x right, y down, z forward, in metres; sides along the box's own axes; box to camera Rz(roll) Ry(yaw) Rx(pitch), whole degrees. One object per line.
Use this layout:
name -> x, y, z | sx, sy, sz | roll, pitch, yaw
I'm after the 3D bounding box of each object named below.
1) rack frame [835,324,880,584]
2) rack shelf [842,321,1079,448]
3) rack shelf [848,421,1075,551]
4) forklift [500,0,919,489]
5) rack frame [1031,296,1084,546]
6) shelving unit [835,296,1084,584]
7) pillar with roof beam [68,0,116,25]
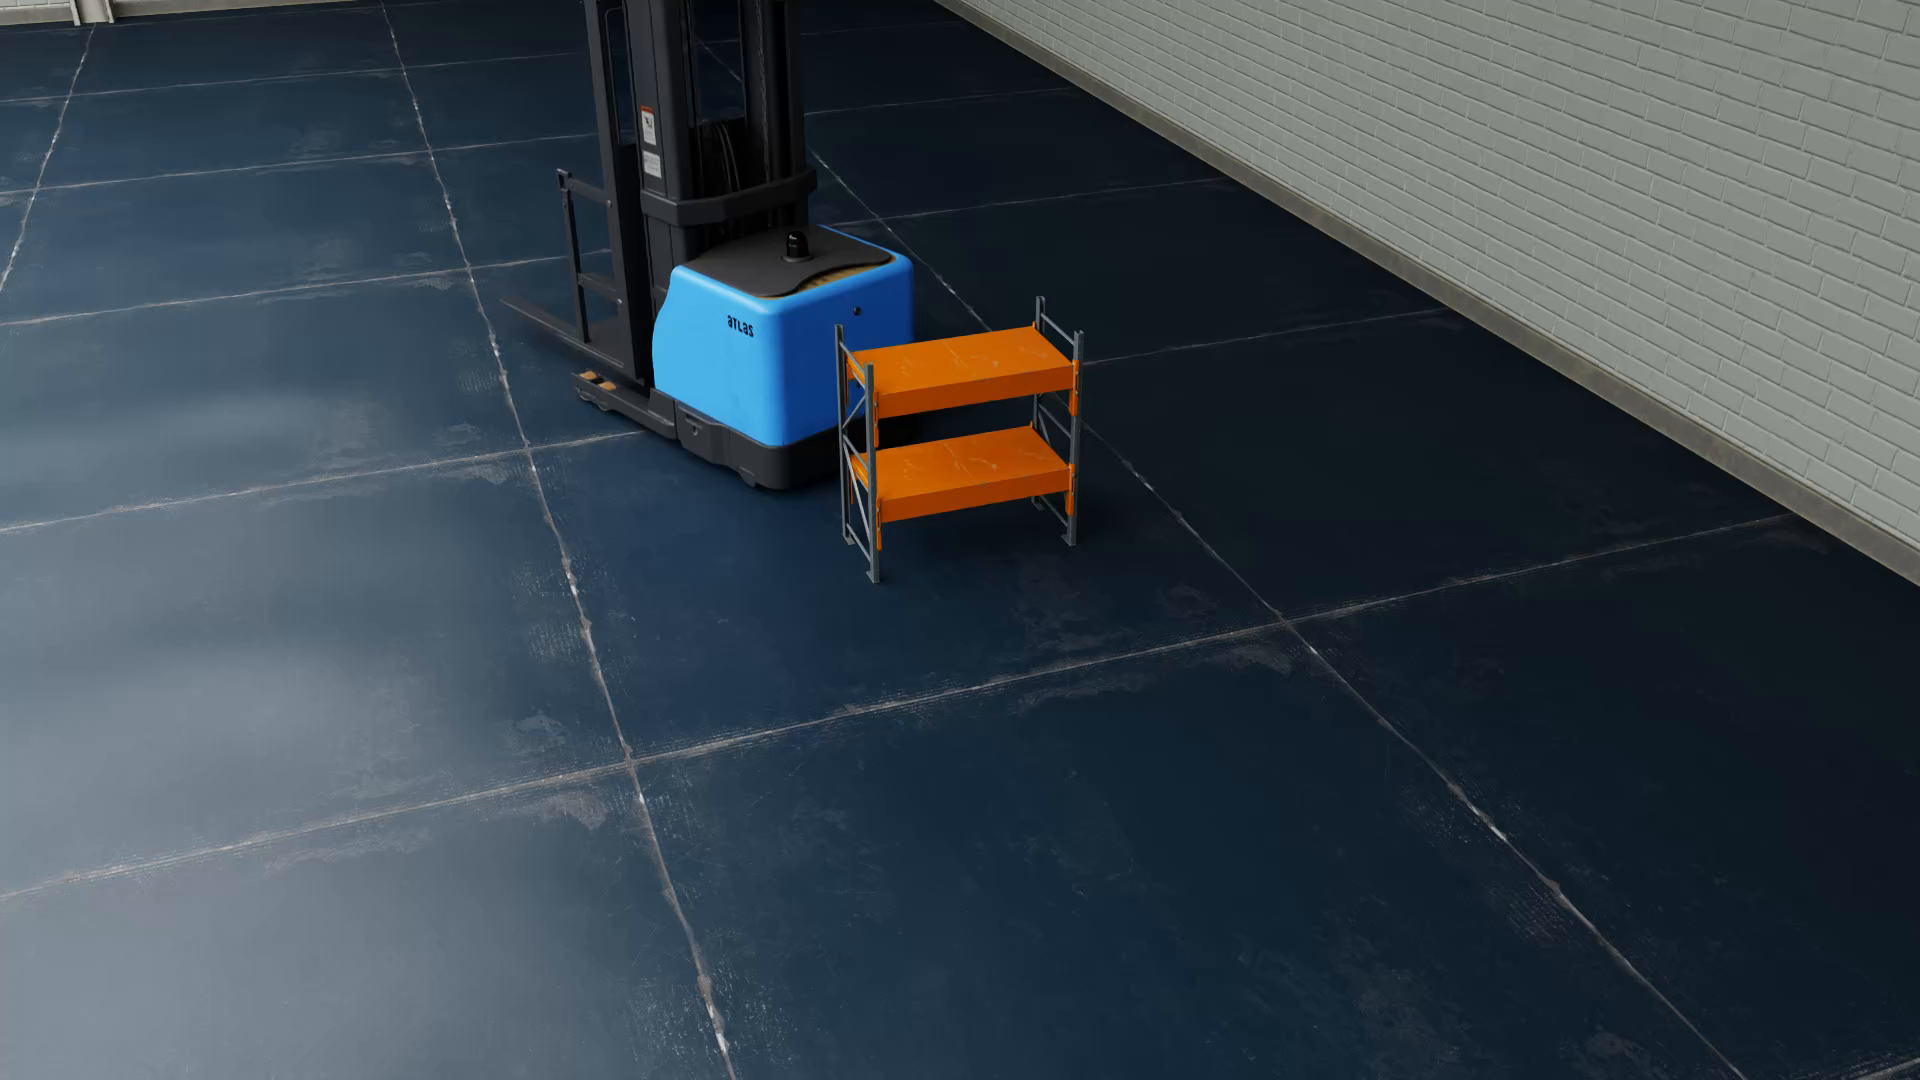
rack frame -> -0.483, -0.400, 7.815 | 0.032, 1.125, 0.500 | -10, 31, -18
rack shelf -> -0.006, -0.742, 7.825 | 1.000, 0.278, 0.538 | -10, 31, -18
rack shelf -> -0.006, -0.275, 8.091 | 1.000, 0.278, 0.538 | -10, 31, -18
forklift -> -1.609, -2.170, 9.098 | 1.130, 2.935, 3.031 | -25, 38, -37
rack frame -> 0.470, -0.575, 8.124 | 0.032, 1.125, 0.500 | -10, 31, -18
shelving unit -> -0.006, -0.488, 7.969 | 1.048, 1.125, 0.538 | -10, 31, -18
pillar with roof beam -> -7.981, -7.609, 12.514 | 0.400, 9.000, 9.100 | -10, 31, -18
